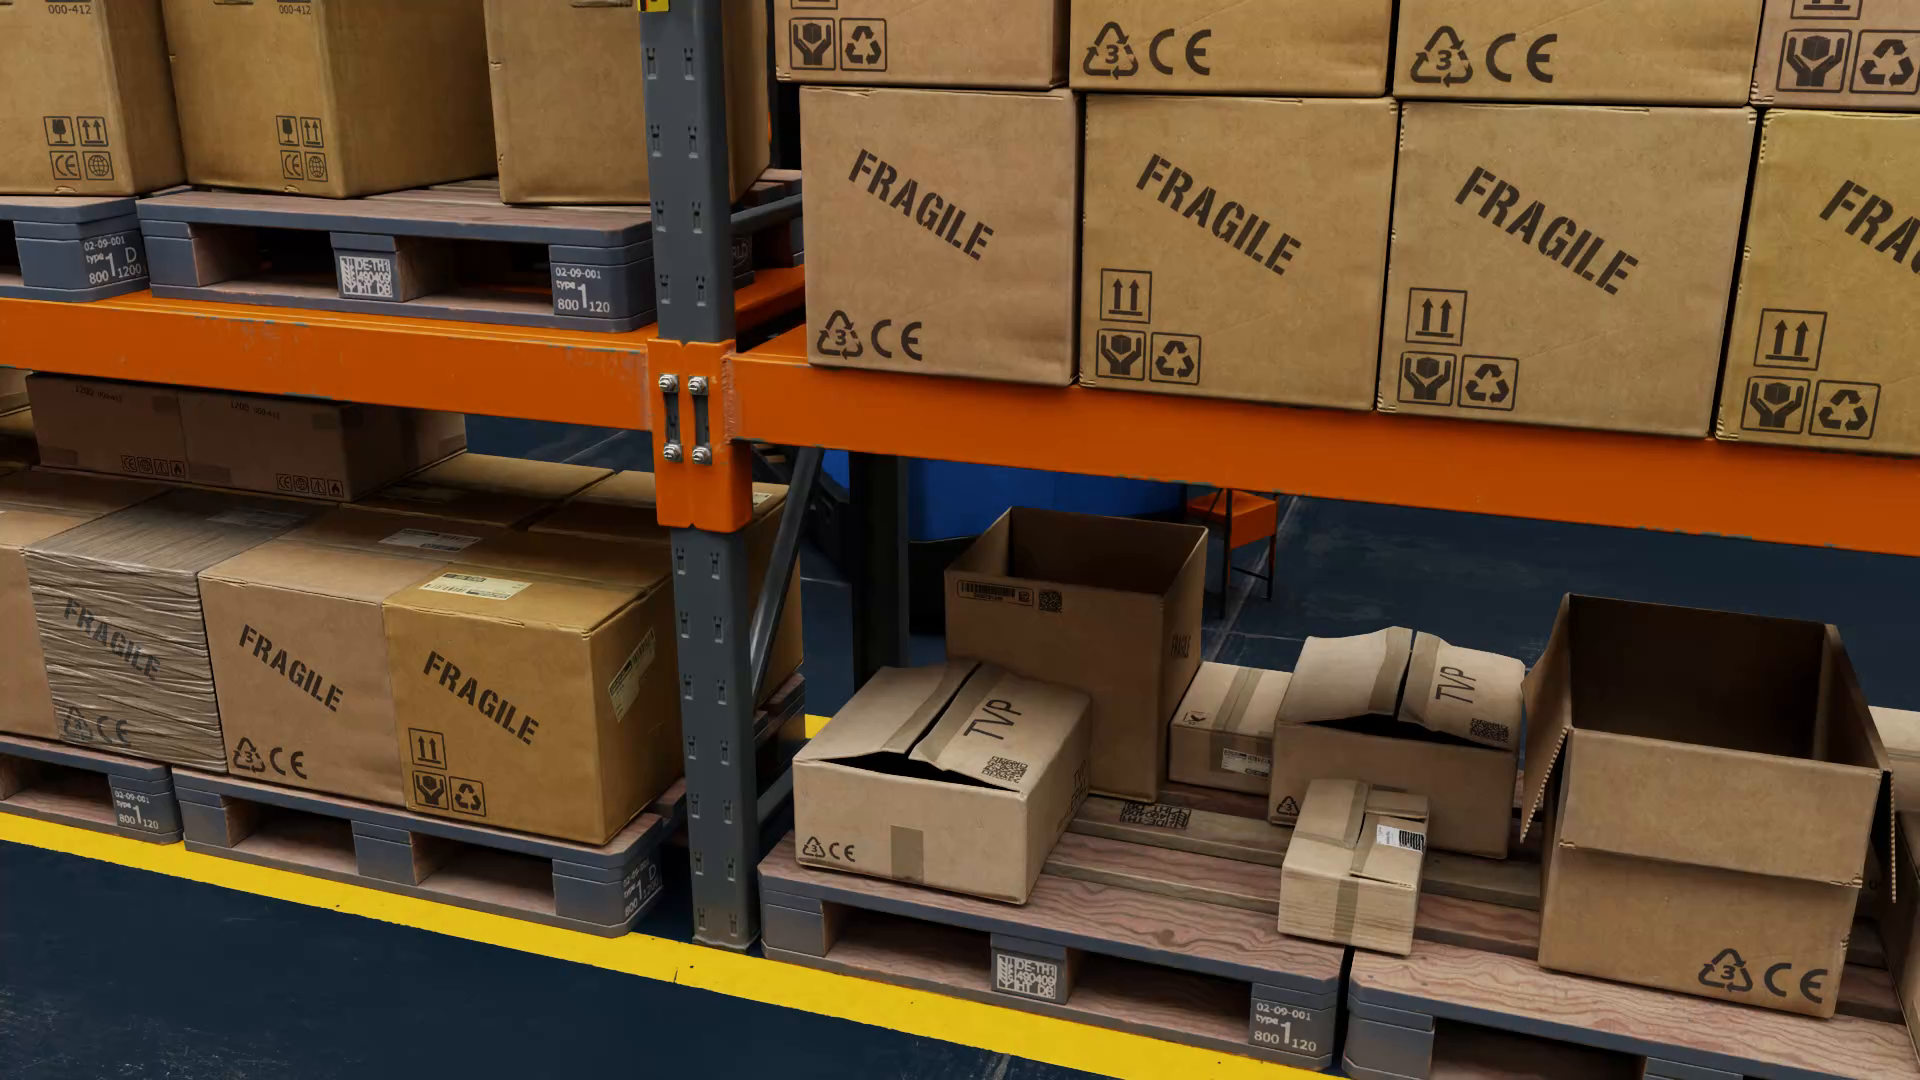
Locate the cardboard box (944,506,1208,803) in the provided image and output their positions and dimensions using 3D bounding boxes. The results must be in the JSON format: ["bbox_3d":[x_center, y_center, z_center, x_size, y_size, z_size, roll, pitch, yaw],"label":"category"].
[{"bbox_3d":[0.280,0.251,3.927,0.500,0.500,0.500,7,20,18],"label":"cardboard box"}]

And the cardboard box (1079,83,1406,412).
[{"bbox_3d":[0.525,-0.548,2.939,0.500,0.500,0.500,7,20,19],"label":"cardboard box"}]

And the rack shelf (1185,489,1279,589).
[{"bbox_3d":[0.872,-0.017,5.408,0.240,0.259,0.215,-17,25,-40],"label":"rack shelf"}]

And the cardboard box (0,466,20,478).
[{"bbox_3d":[-2.825,0.094,4.377,0.500,0.500,0.500,6,20,17],"label":"cardboard box"}]

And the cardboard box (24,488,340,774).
[{"bbox_3d":[-1.850,0.203,4.065,0.500,0.500,0.500,7,20,19],"label":"cardboard box"}]

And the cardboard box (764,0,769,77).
[{"bbox_3d":[-0.679,-2.565,8.244,0.500,0.500,0.500,7,20,20],"label":"cardboard box"}]

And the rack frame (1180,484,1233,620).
[{"bbox_3d":[0.782,-0.263,5.235,0.008,1.050,0.200,-17,25,-40],"label":"rack frame"}]

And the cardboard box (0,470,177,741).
[{"bbox_3d":[-2.331,0.149,4.220,0.500,0.500,0.500,6,20,16],"label":"cardboard box"}]

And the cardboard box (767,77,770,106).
[{"bbox_3d":[-0.820,-2.288,8.435,0.250,0.149,0.380,7,20,18],"label":"cardboard box"}]

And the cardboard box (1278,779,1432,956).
[{"bbox_3d":[0.794,0.638,3.324,0.250,0.166,0.380,7,20,18],"label":"cardboard box"}]

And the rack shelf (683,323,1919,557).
[{"bbox_3d":[1.538,-0.139,3.010,4.000,0.370,1.077,7,20,18],"label":"rack shelf"}]

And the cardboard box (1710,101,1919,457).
[{"bbox_3d":[1.478,-0.439,2.625,0.500,0.500,0.500,6,20,17],"label":"cardboard box"}]

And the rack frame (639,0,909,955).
[{"bbox_3d":[-0.352,-0.695,3.512,0.127,3.000,1.000,7,20,18],"label":"rack frame"}]

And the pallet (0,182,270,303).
[{"bbox_3d":[-2.292,-0.827,4.184,1.213,0.211,1.003,7,20,18],"label":"pallet"}]

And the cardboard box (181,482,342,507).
[{"bbox_3d":[-1.706,0.039,4.535,0.500,0.500,0.500,7,20,19],"label":"cardboard box"}]

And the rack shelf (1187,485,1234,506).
[{"bbox_3d":[0.872,-0.280,5.316,0.240,0.259,0.215,-17,25,-40],"label":"rack shelf"}]

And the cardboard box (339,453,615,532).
[{"bbox_3d":[-1.236,0.096,4.373,0.500,0.500,0.500,7,20,19],"label":"cardboard box"}]

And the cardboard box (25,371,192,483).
[{"bbox_3d":[-2.147,-0.366,4.560,0.500,0.250,0.500,6,20,17],"label":"cardboard box"}]

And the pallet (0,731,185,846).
[{"bbox_3d":[-2.289,0.415,4.566,1.213,0.211,1.003,7,20,18],"label":"pallet"}]

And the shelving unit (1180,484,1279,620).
[{"bbox_3d":[0.872,-0.290,5.313,0.252,1.050,0.215,-17,25,-40],"label":"shelving unit"}]

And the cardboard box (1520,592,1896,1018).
[{"bbox_3d":[1.425,0.478,3.273,0.637,0.503,0.797,7,20,18],"label":"cardboard box"}]

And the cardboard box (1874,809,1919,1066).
[{"bbox_3d":[1.945,0.734,2.922,0.500,0.250,0.500,7,20,18],"label":"cardboard box"}]

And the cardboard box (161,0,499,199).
[{"bbox_3d":[-1.396,-1.115,3.929,0.500,0.500,0.700,10,22,27],"label":"cardboard box"}]

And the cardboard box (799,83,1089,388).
[{"bbox_3d":[0.040,-0.602,3.094,0.500,0.500,0.500,7,20,19],"label":"cardboard box"}]

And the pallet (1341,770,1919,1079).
[{"bbox_3d":[1.453,0.828,3.381,1.213,0.211,1.003,7,20,18],"label":"pallet"}]

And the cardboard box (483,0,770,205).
[{"bbox_3d":[-0.726,-1.061,3.773,0.500,0.500,0.700,0,19,0],"label":"cardboard box"}]

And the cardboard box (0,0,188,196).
[{"bbox_3d":[-2.041,-1.112,3.919,0.500,0.500,0.700,1,19,4],"label":"cardboard box"}]

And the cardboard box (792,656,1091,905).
[{"bbox_3d":[-0.026,0.480,3.559,0.500,0.311,0.500,7,20,18],"label":"cardboard box"}]

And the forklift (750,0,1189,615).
[{"bbox_3d":[-0.233,-1.599,6.211,1.130,2.935,3.031,-7,20,-20],"label":"forklift"}]

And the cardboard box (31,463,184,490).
[{"bbox_3d":[-2.183,-0.015,4.692,0.500,0.500,0.500,6,20,16],"label":"cardboard box"}]

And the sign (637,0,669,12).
[{"bbox_3d":[-0.530,-1.068,2.825,0.005,0.325,0.100,7,20,18],"label":"sign"}]

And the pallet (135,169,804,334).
[{"bbox_3d":[-1.071,-0.724,3.888,1.213,0.211,1.003,7,20,18],"label":"pallet"}]

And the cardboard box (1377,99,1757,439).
[{"bbox_3d":[0.997,-0.493,2.782,0.500,0.500,0.500,6,20,18],"label":"cardboard box"}]

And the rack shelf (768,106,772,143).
[{"bbox_3d":[-0.619,-2.112,8.670,4.000,0.370,1.077,7,20,18],"label":"rack shelf"}]

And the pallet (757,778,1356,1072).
[{"bbox_3d":[0.297,0.697,3.757,1.213,0.211,1.003,7,20,18],"label":"pallet"}]

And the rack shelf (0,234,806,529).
[{"bbox_3d":[-2.241,-0.571,4.250,4.000,0.370,1.077,7,20,18],"label":"rack shelf"}]

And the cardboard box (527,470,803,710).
[{"bbox_3d":[-0.729,0.150,4.218,0.500,0.500,0.500,6,20,16],"label":"cardboard box"}]

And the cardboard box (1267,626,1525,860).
[{"bbox_3d":[0.988,0.422,3.726,0.500,0.311,0.500,7,20,18],"label":"cardboard box"}]

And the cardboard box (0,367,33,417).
[{"bbox_3d":[-3.115,-0.475,4.873,0.500,0.250,0.500,7,21,20],"label":"cardboard box"}]

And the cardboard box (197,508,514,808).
[{"bbox_3d":[-1.376,0.258,3.909,0.500,0.500,0.500,7,20,18],"label":"cardboard box"}]

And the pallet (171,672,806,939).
[{"bbox_3d":[-1.132,0.546,4.189,1.213,0.211,1.003,7,20,18],"label":"pallet"}]

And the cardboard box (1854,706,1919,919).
[{"bbox_3d":[2.062,0.573,3.384,0.500,0.250,0.500,7,20,18],"label":"cardboard box"}]

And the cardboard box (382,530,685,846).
[{"bbox_3d":[-0.912,0.314,3.748,0.500,0.500,0.500,6,20,18],"label":"cardboard box"}]

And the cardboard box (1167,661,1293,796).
[{"bbox_3d":[0.654,0.439,3.922,0.250,0.149,0.380,7,20,18],"label":"cardboard box"}]

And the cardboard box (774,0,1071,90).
[{"bbox_3d":[0.001,-1.076,2.934,0.500,0.500,0.500,7,20,19],"label":"cardboard box"}]

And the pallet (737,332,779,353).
[{"bbox_3d":[-0.639,-1.110,8.939,1.213,0.211,1.003,7,20,18],"label":"pallet"}]

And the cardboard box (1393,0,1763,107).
[{"bbox_3d":[0.974,-0.964,2.615,0.500,0.500,0.500,6,20,16],"label":"cardboard box"}]

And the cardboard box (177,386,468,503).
[{"bbox_3d":[-1.673,-0.312,4.405,0.500,0.250,0.500,7,20,18],"label":"cardboard box"}]

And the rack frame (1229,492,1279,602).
[{"bbox_3d":[0.961,-0.317,5.391,0.008,1.050,0.200,-17,25,-40],"label":"rack frame"}]

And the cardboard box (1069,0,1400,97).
[{"bbox_3d":[0.489,-1.020,2.774,0.500,0.500,0.500,6,20,16],"label":"cardboard box"}]

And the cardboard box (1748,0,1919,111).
[{"bbox_3d":[1.462,-0.909,2.455,0.500,0.500,0.500,7,20,20],"label":"cardboard box"}]

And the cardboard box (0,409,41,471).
[{"bbox_3d":[-2.681,-0.070,4.849,0.500,0.500,0.500,6,20,16],"label":"cardboard box"}]
